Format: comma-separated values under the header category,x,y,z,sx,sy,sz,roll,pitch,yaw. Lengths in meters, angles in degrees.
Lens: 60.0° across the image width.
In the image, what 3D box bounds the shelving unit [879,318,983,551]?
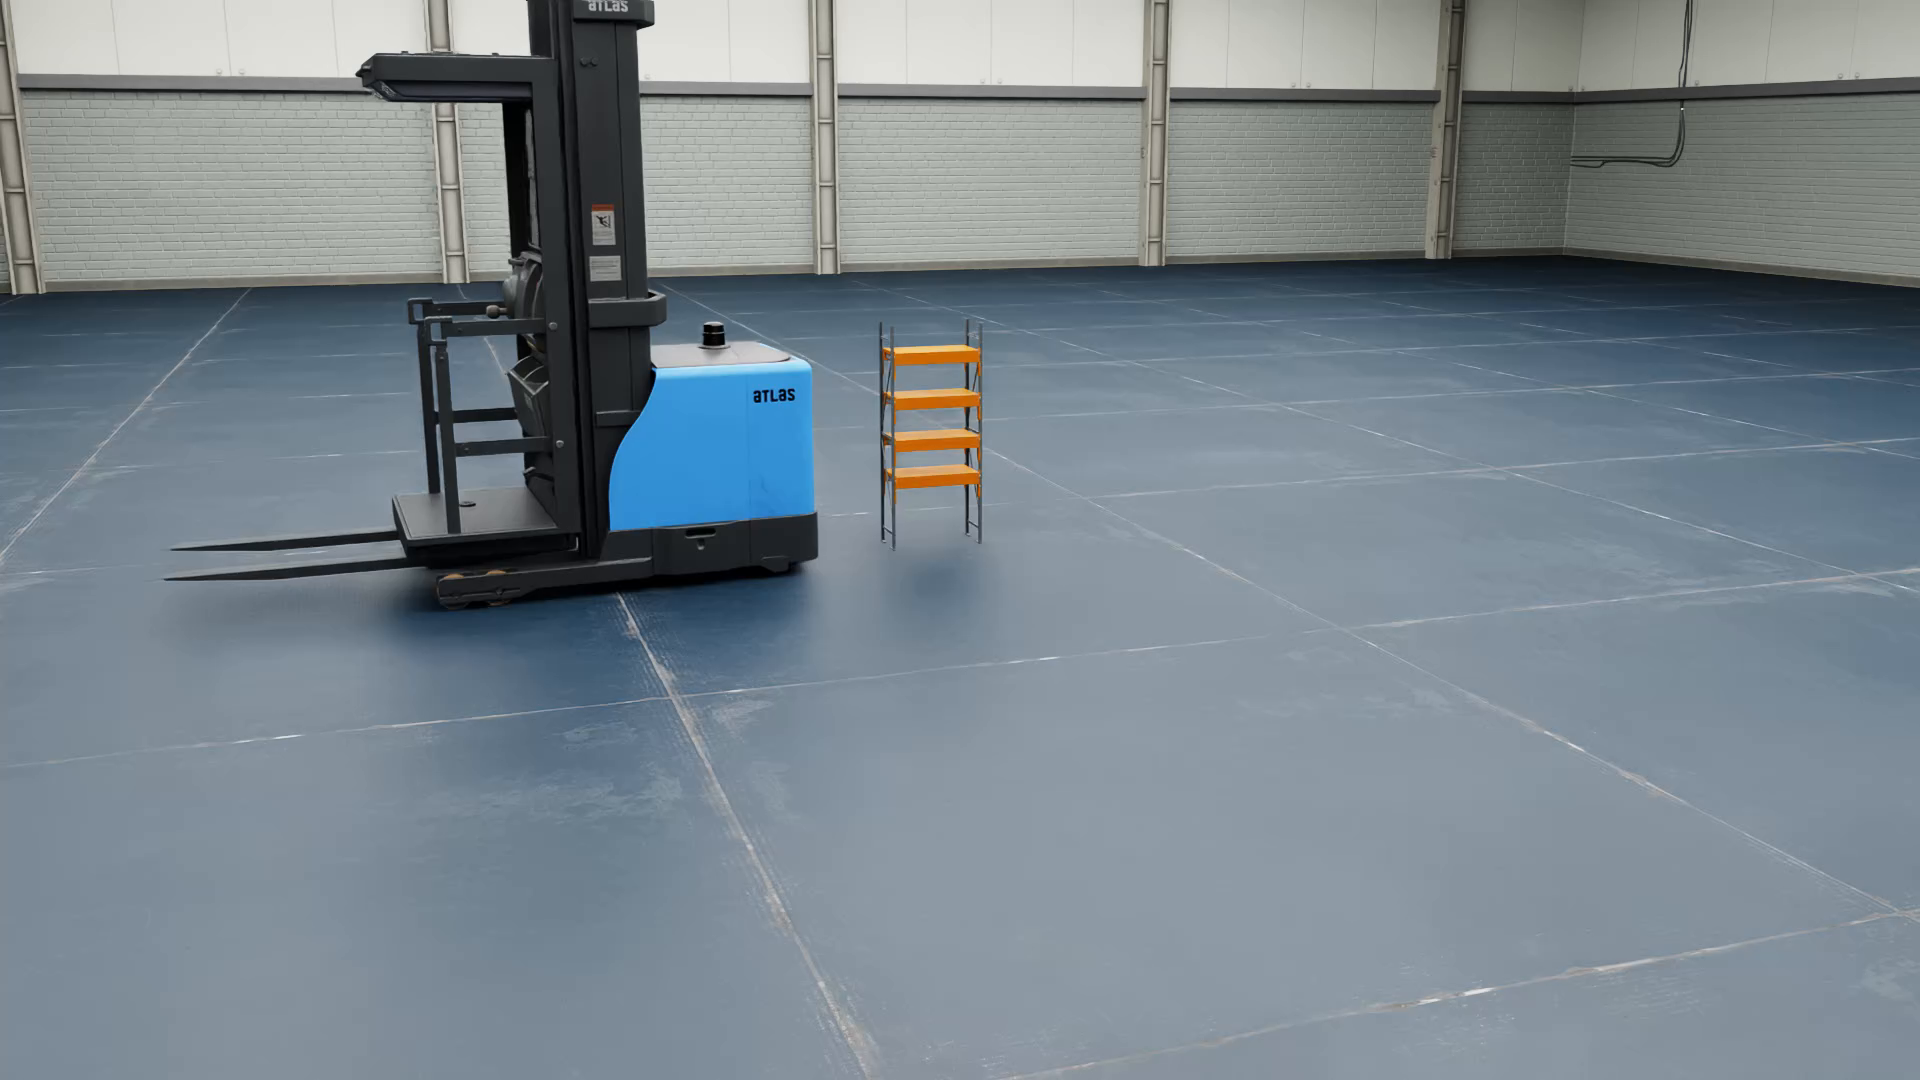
category,x,y,z,sx,sy,sz,roll,pitch,yaw
shelving unit,-0.157,-0.572,8.953,0.503,1.200,0.258,-4,14,-18

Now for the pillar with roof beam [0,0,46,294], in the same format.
category,x,y,z,sx,sy,sz,roll,pitch,yaw
pillar with roof beam,-12.245,-7.047,19.322,0.400,9.000,9.100,-4,14,-18

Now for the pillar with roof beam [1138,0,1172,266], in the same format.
category,x,y,z,sx,sy,sz,roll,pitch,yaw
pillar with roof beam,4.815,-8.375,24.907,0.400,9.000,9.100,-4,14,-18

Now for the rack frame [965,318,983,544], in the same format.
category,x,y,z,sx,sy,sz,roll,pitch,yaw
rack frame,0.074,-0.590,9.028,0.015,1.200,0.240,-4,14,-18

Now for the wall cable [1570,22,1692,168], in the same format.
category,x,y,z,sx,sy,sz,roll,pitch,yaw
wall cable,12.343,-8.179,30.792,0.112,2.526,3.097,-4,14,-18

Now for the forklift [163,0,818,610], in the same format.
category,x,y,z,sx,sy,sz,roll,pitch,yaw
forklift,-2.291,-1.238,8.013,3.031,2.935,1.130,-5,14,-21

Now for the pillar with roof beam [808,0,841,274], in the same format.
category,x,y,z,sx,sy,sz,roll,pitch,yaw
pillar with roof beam,-0.871,-7.932,23.045,0.400,9.000,9.100,-4,14,-18

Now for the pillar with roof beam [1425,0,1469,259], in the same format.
category,x,y,z,sx,sy,sz,roll,pitch,yaw
pillar with roof beam,10.502,-8.818,26.768,0.400,9.000,9.100,-4,14,-18

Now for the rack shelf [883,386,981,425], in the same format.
category,x,y,z,sx,sy,sz,roll,pitch,yaw
rack shelf,-0.157,-0.724,8.916,0.480,0.148,0.258,-4,14,-18

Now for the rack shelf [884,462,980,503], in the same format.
category,x,y,z,sx,sy,sz,roll,pitch,yaw
rack shelf,-0.157,-0.313,9.014,0.480,0.148,0.258,-4,14,-18

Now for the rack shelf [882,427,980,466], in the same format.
category,x,y,z,sx,sy,sz,roll,pitch,yaw
rack shelf,-0.157,-0.506,8.968,0.480,0.148,0.258,-4,14,-18

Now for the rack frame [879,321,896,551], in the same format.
category,x,y,z,sx,sy,sz,roll,pitch,yaw
rack frame,-0.388,-0.553,8.877,0.015,1.200,0.240,-4,14,-18

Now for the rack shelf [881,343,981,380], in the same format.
category,x,y,z,sx,sy,sz,roll,pitch,yaw
rack shelf,-0.157,-0.954,8.862,0.480,0.148,0.258,-4,14,-18

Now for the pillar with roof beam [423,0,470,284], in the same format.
category,x,y,z,sx,sy,sz,roll,pitch,yaw
pillar with roof beam,-6.558,-7.490,21.183,0.400,9.000,9.100,-4,14,-18

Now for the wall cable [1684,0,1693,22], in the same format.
category,x,y,z,sx,sy,sz,roll,pitch,yaw
wall cable,13.206,-10.043,27.713,0.112,2.526,3.097,-4,14,-18
